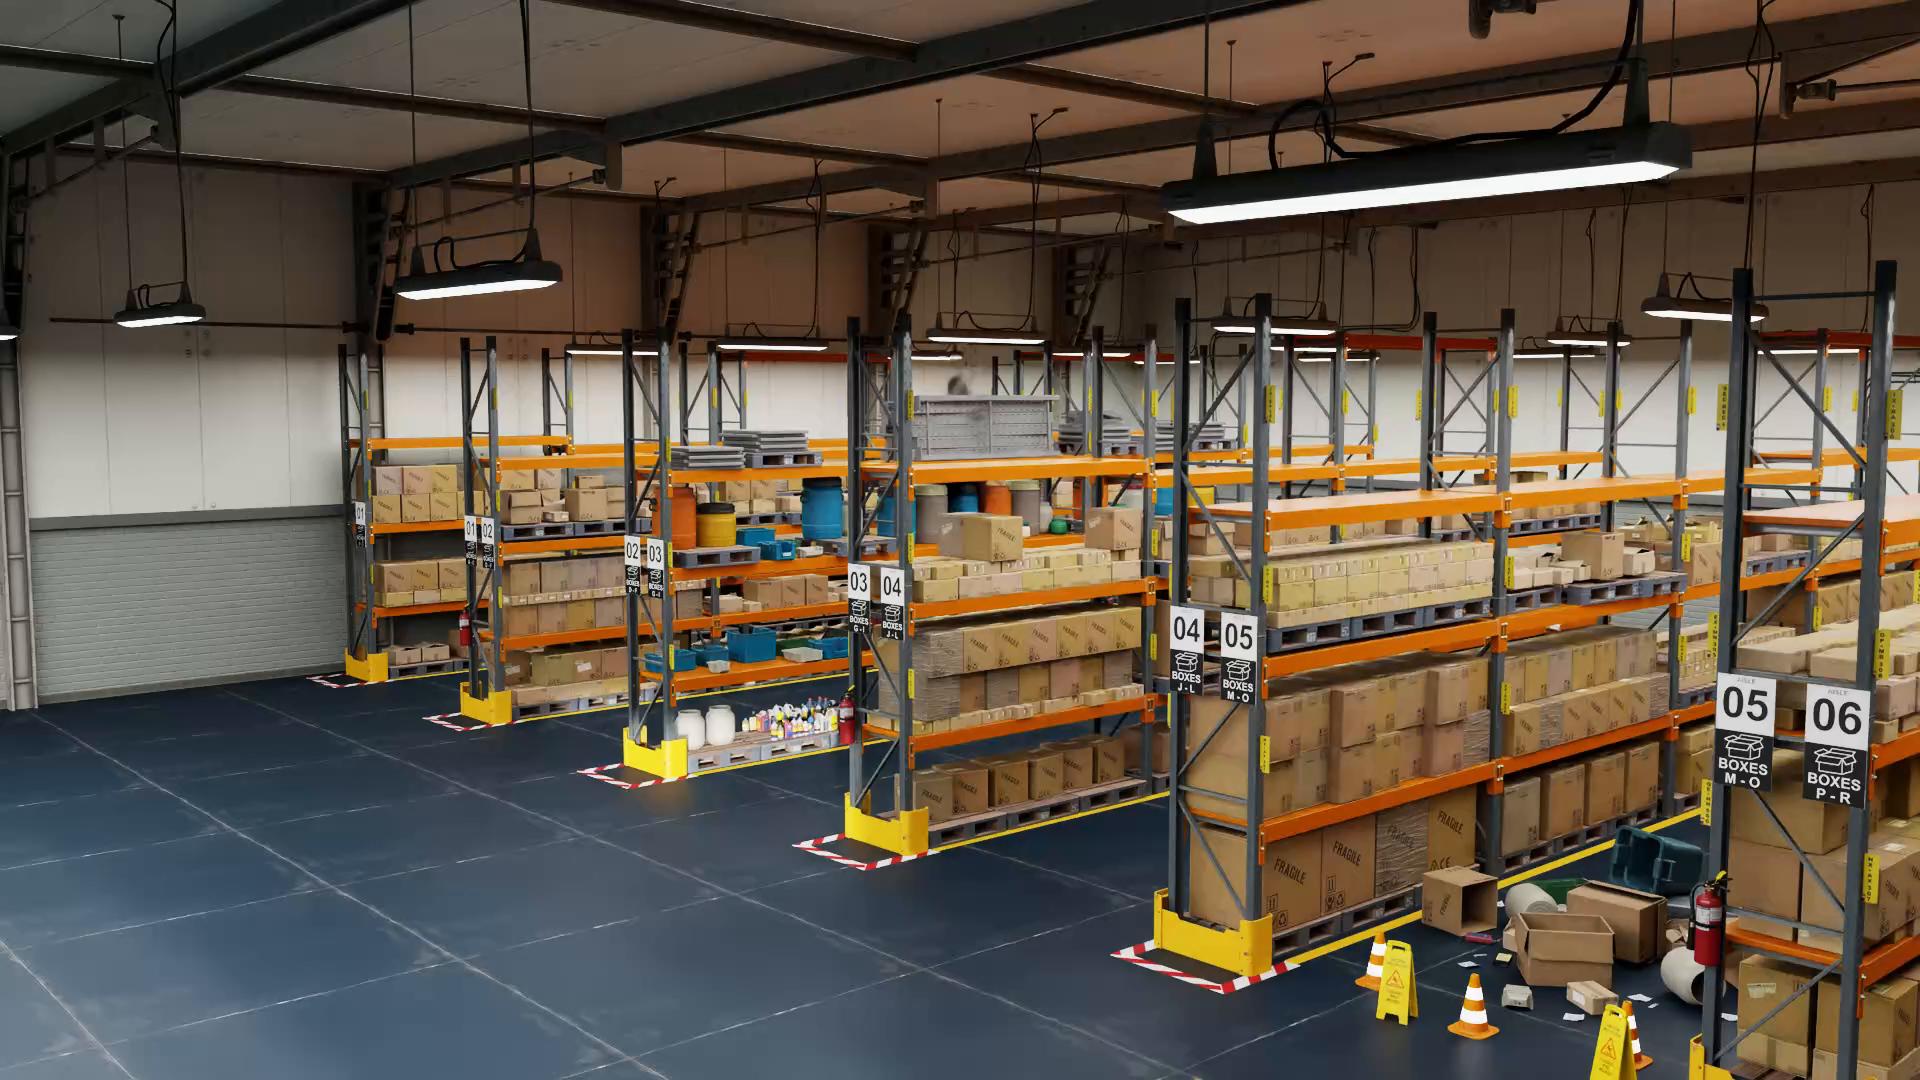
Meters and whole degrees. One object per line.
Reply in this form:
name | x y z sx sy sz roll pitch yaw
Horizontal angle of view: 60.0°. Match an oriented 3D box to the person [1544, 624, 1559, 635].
person | 8.825 2.075 24.838 0.569 1.721 0.674 -5 7 -44
